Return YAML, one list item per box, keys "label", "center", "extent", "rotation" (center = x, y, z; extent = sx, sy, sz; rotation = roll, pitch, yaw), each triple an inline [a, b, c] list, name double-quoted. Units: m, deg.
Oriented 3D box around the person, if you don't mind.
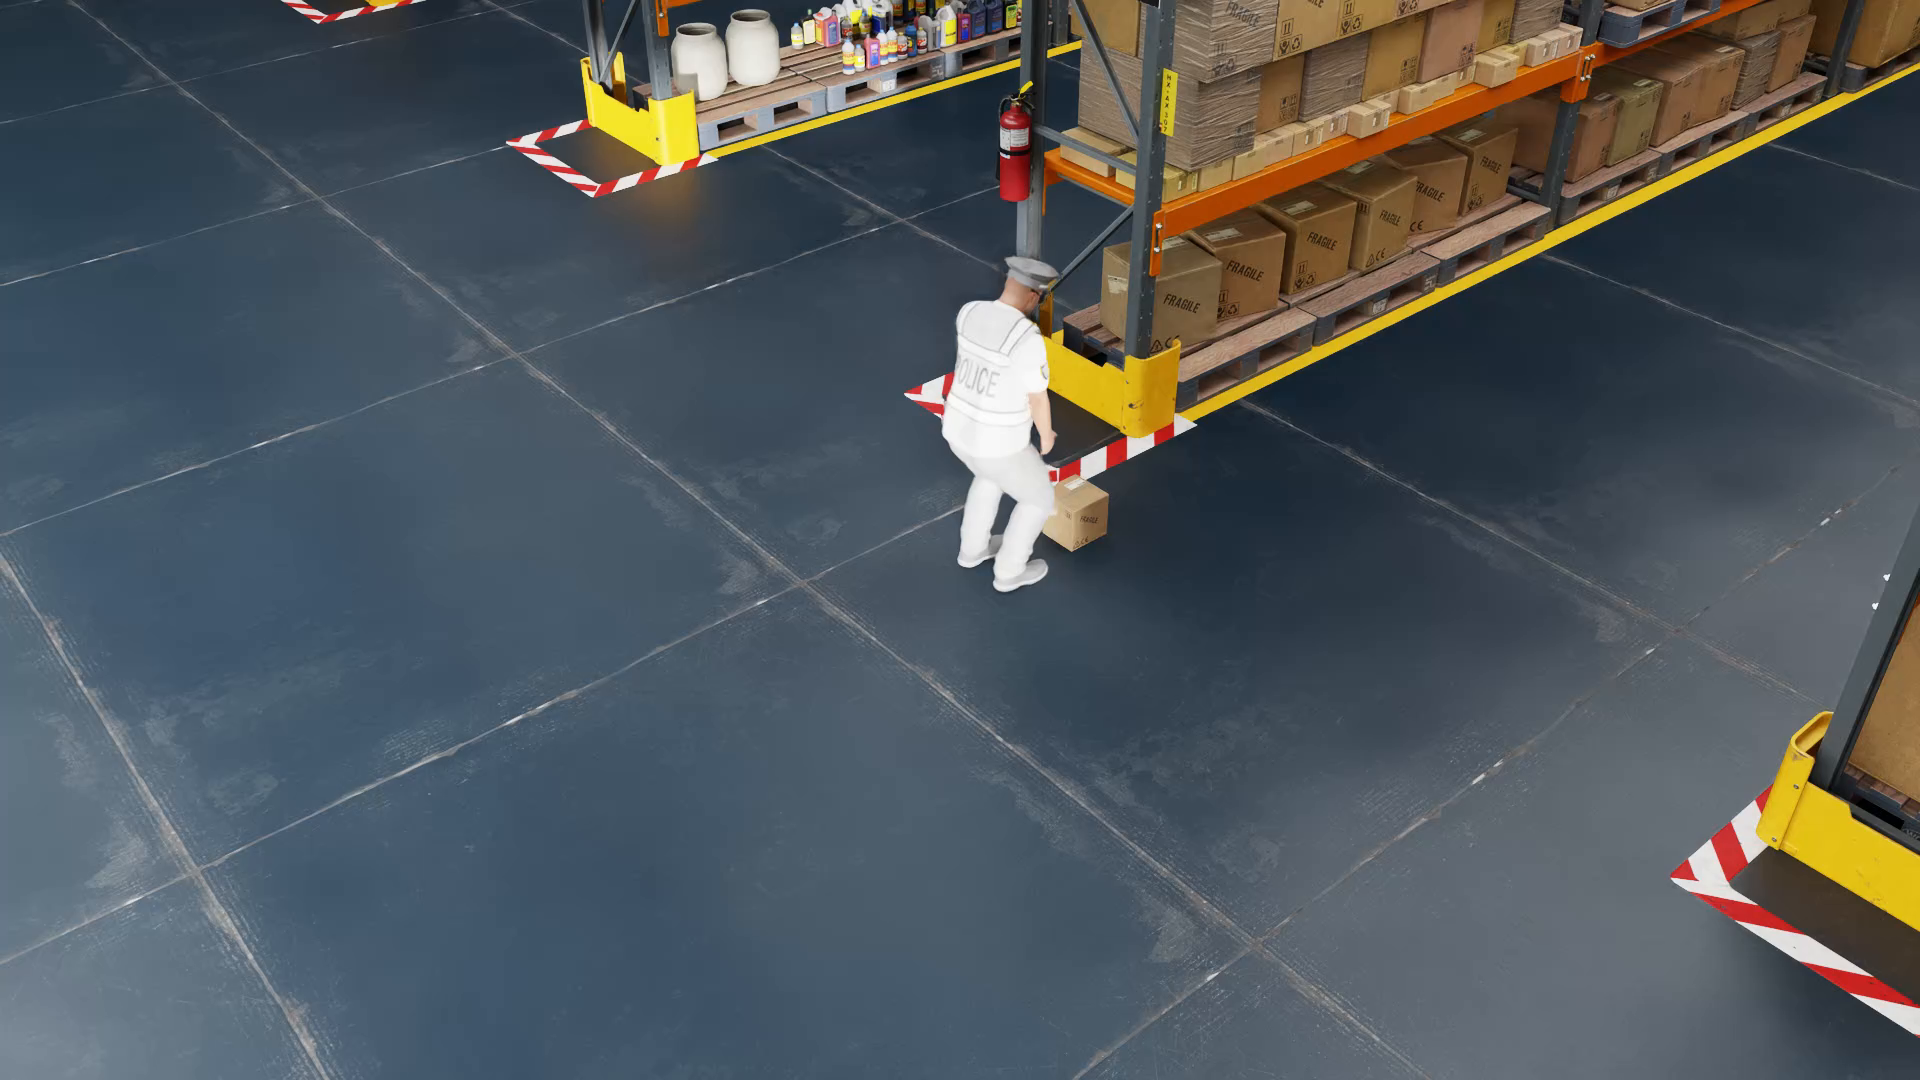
- label: "person"
  center: [0.196, -0.544, 7.930]
  extent: [0.585, 1.650, 0.571]
  rotation: [-25, 43, -31]
